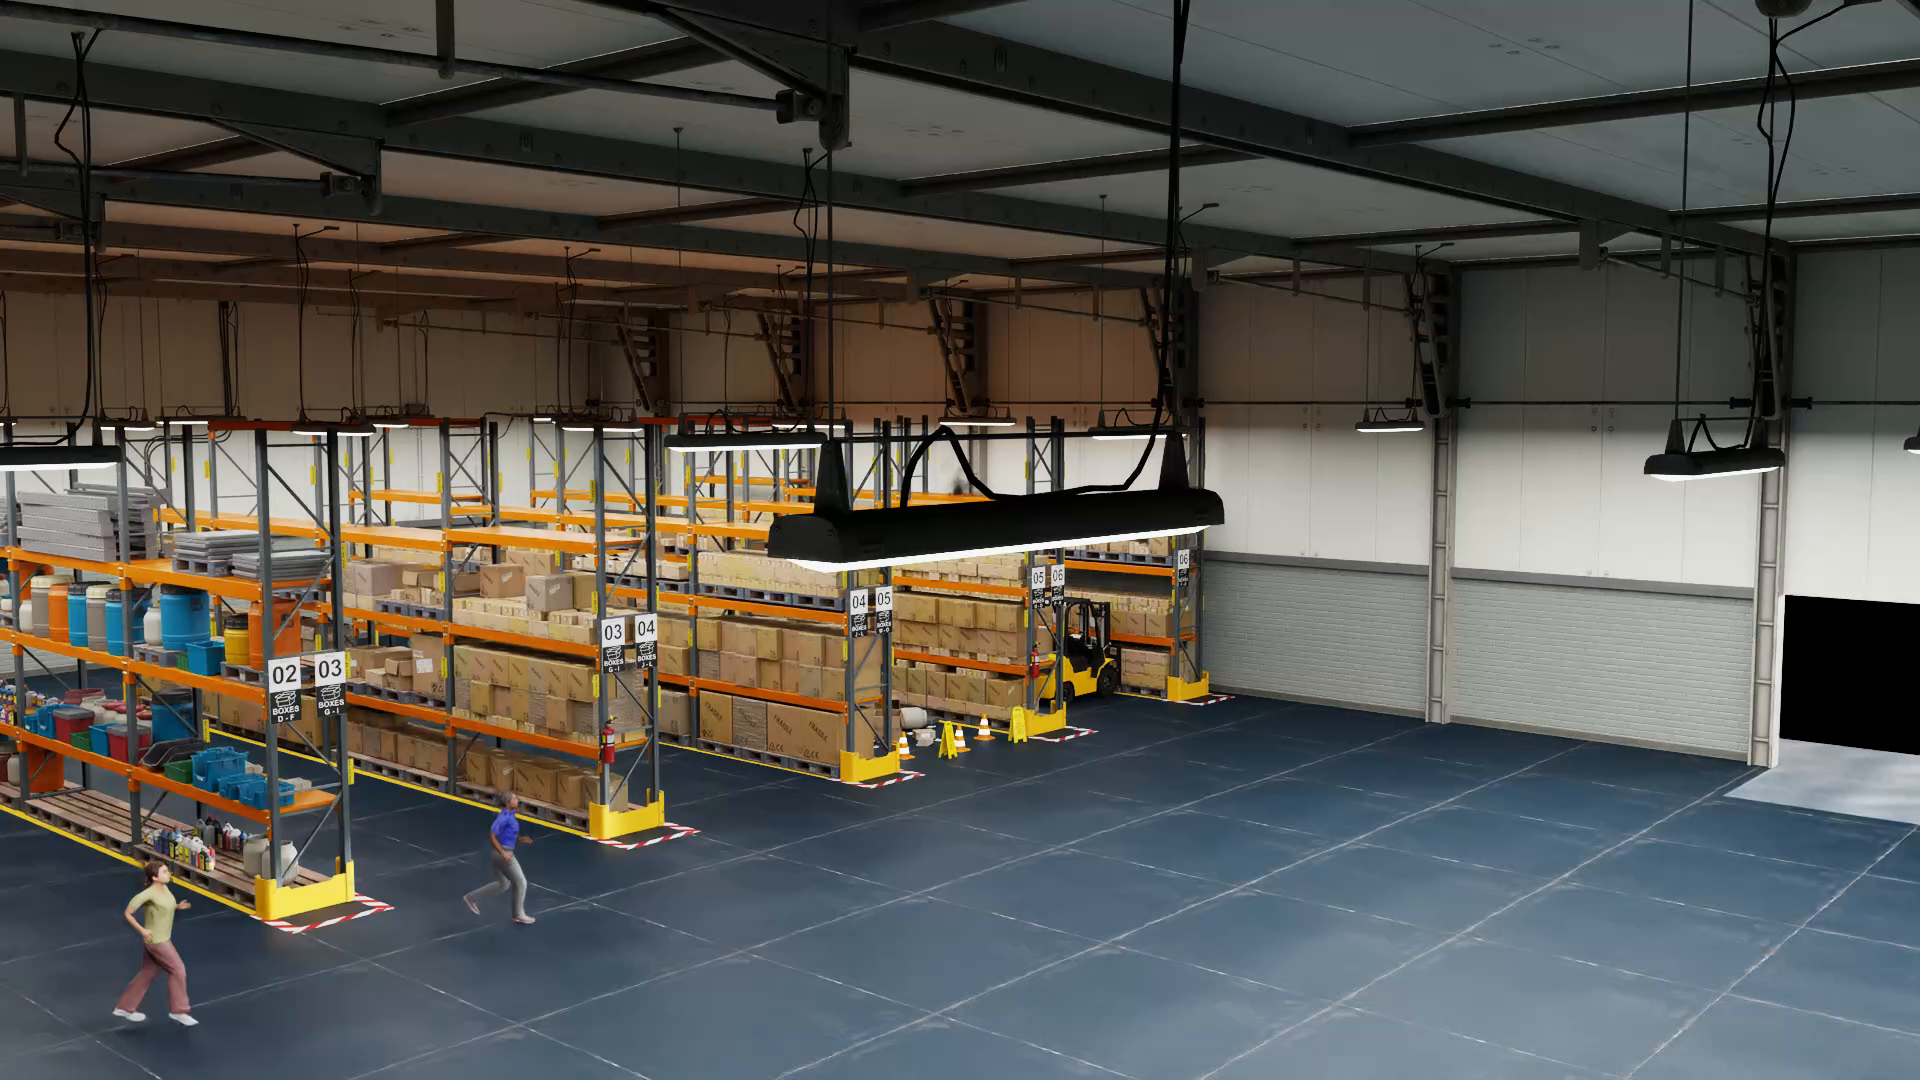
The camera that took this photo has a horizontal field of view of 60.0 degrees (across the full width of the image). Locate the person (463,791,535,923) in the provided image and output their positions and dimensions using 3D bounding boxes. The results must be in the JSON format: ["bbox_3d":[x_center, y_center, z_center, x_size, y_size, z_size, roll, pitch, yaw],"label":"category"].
[{"bbox_3d":[-5.585,3.853,20.141,0.824,1.639,0.557,-1,5,-16],"label":"person"}]

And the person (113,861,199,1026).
[{"bbox_3d":[-8.178,4.099,16.882,0.808,1.722,0.550,-1,5,-15],"label":"person"}]

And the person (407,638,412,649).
[{"bbox_3d":[-12.959,2.140,39.780,0.875,1.796,0.721,1,5,16],"label":"person"}]
